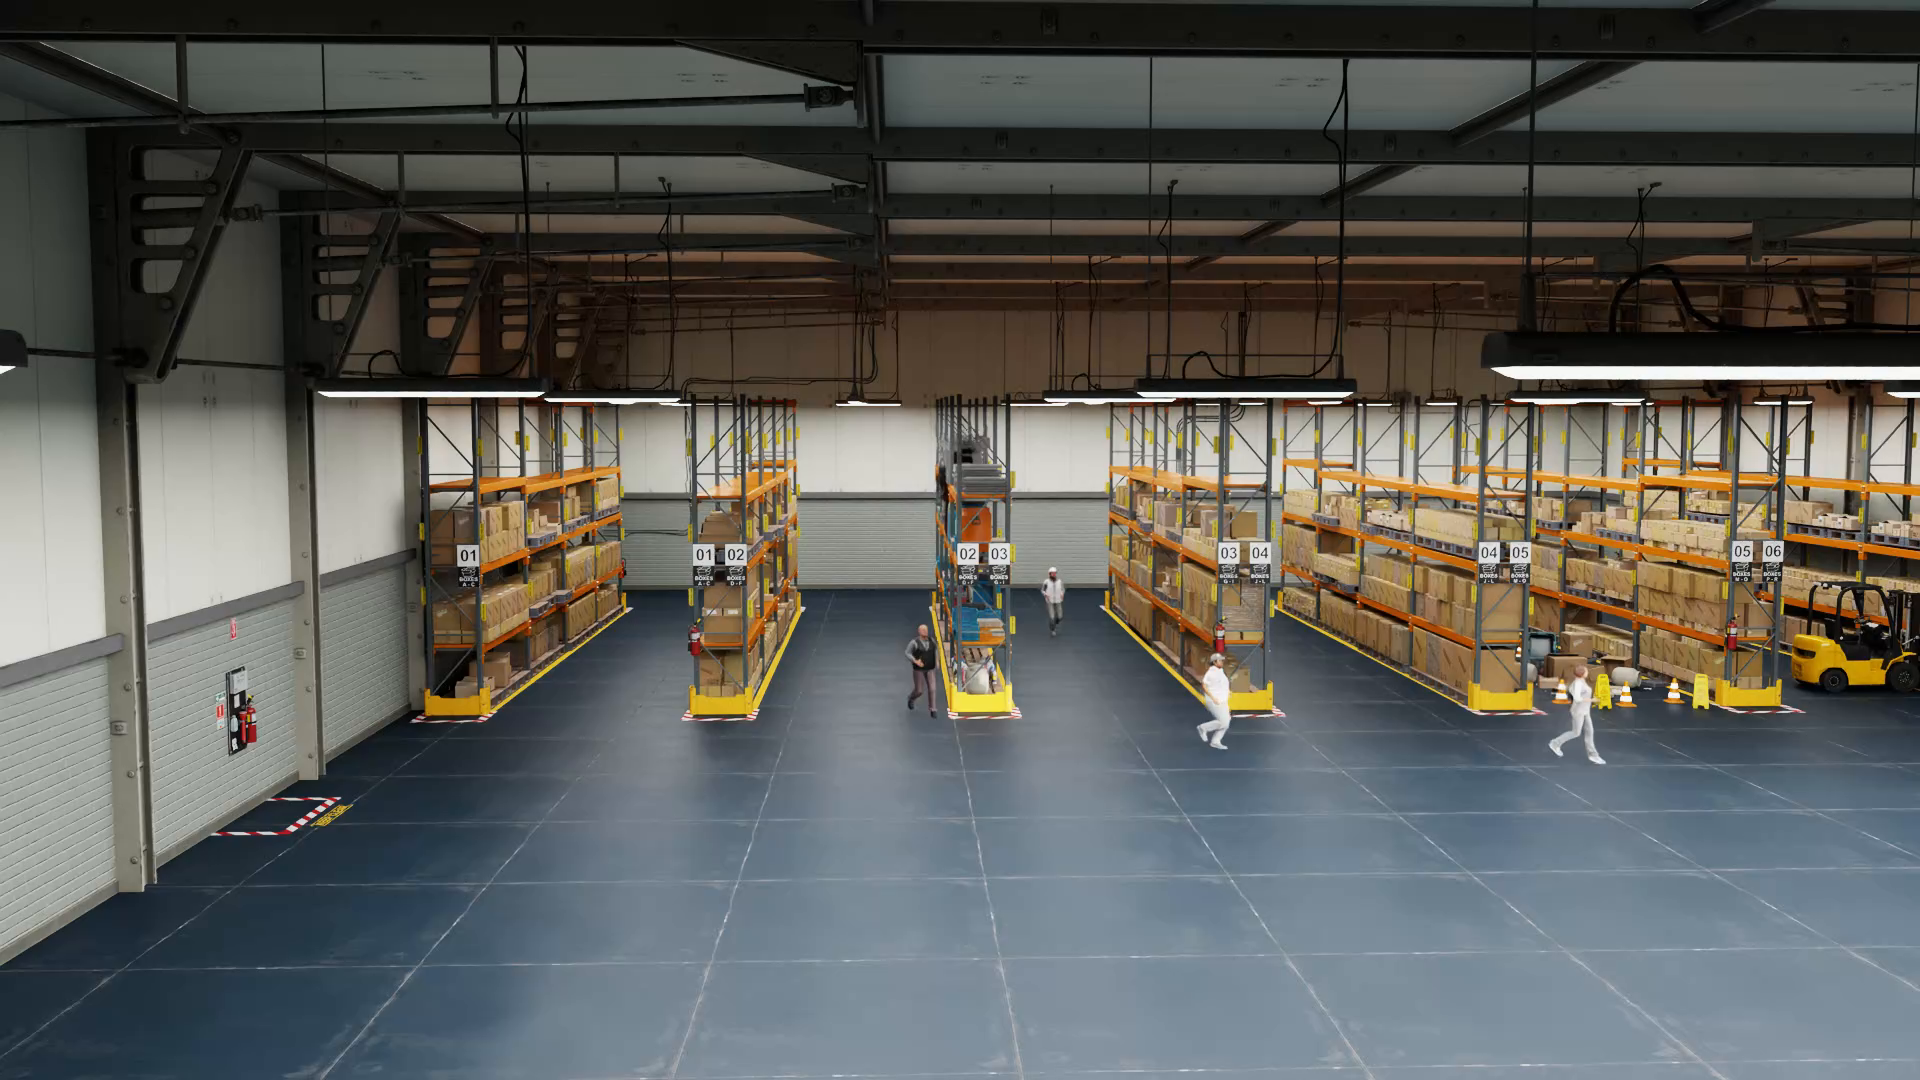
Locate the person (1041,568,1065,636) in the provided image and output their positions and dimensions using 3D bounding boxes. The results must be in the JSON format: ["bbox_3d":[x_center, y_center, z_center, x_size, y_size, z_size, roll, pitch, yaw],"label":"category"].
[{"bbox_3d":[2.365,1.557,41.947,0.638,1.725,0.576,-1,5,-8],"label":"person"}]

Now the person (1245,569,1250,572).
[{"bbox_3d":[8.017,1.294,45.817,0.740,1.673,1.027,0,5,3],"label":"person"}]

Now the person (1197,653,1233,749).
[{"bbox_3d":[4.315,2.717,28.072,0.550,1.628,0.599,2,5,26],"label":"person"}]

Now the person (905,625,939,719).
[{"bbox_3d":[-0.692,2.439,31.049,0.714,1.732,0.834,-2,5,-25],"label":"person"}]

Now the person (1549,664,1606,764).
[{"bbox_3d":[9.985,2.845,26.843,0.879,1.502,0.540,3,5,32],"label":"person"}]
